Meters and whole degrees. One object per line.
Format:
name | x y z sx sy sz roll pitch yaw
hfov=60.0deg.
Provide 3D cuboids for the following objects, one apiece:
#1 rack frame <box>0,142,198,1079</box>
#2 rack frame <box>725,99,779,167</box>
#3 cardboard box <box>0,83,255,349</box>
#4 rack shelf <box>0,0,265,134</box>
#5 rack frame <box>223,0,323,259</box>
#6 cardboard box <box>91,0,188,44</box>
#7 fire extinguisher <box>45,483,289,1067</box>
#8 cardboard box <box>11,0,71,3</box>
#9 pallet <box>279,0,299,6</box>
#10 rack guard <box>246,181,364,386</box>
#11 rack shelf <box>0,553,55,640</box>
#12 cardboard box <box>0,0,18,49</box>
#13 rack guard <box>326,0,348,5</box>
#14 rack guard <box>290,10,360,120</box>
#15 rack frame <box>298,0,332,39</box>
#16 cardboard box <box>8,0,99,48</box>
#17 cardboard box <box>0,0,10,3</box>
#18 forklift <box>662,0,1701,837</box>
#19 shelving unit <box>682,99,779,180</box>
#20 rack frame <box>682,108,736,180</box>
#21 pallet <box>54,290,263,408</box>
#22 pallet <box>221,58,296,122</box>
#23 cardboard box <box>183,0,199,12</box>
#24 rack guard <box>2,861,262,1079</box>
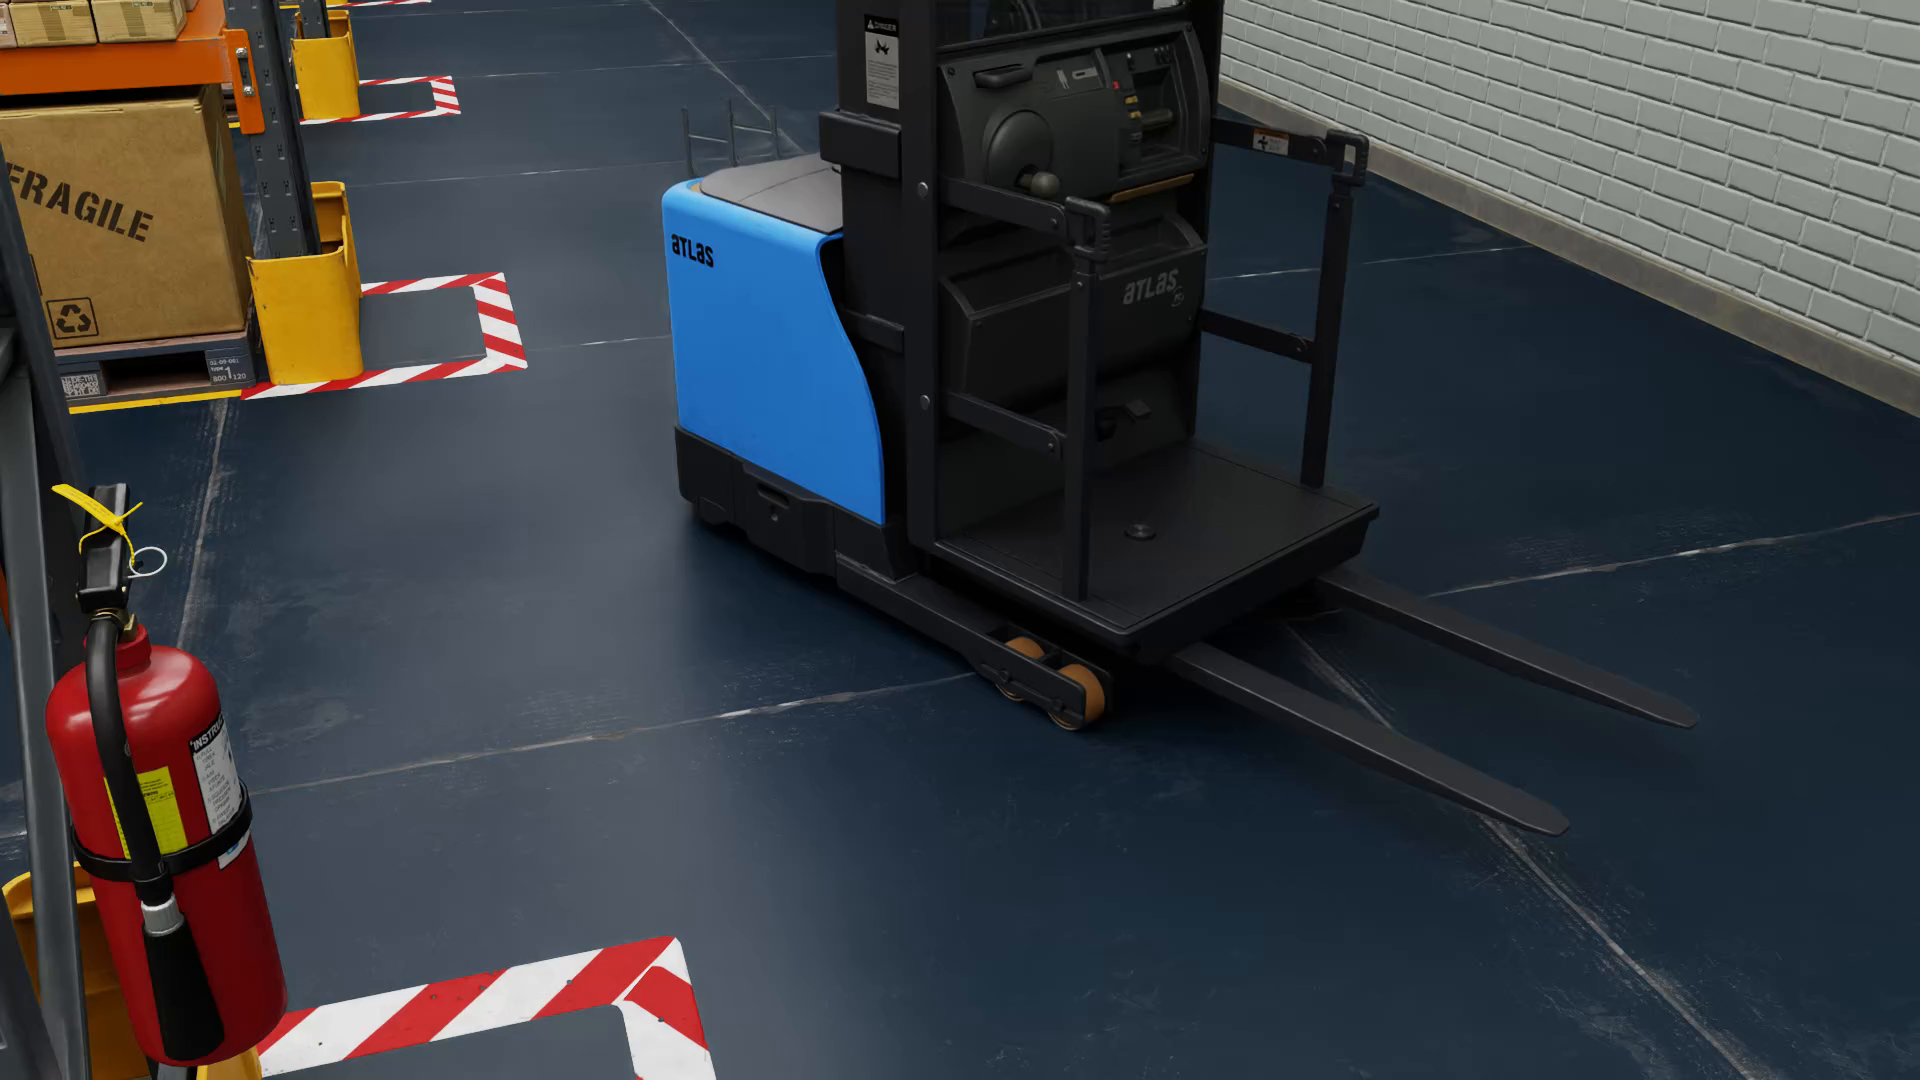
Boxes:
rack frame | -1.274 -0.092 2.063 0.053 2.616 0.949 -8 28 -16
rack frame | -0.663 -0.876 5.652 0.240 1.200 0.006 20 32 39
cardboard box | -3.297 -1.316 6.446 0.875 0.875 0.875 -8 28 -16
rack shelf | -4.615 -1.604 5.917 4.000 0.370 1.077 -8 28 -16
rack frame | -2.713 -2.202 6.312 0.127 3.000 1.000 -8 28 -16
cardboard box | -2.950 -1.901 5.989 0.250 0.149 0.380 -8 27 -15
fire extinguisher | -0.891 0.271 1.837 0.183 0.674 0.296 -8 28 -16
cardboard box | -3.092 -2.089 5.919 0.500 0.250 0.500 -9 28 -17
pallet | -6.607 -5.021 15.127 1.213 0.211 1.003 -8 28 -16
rack guard | -2.690 -1.086 6.875 0.348 0.500 1.175 -8 28 -16
rack shelf | -3.175 0.507 1.665 4.000 0.370 1.077 -8 28 -16
cardboard box | -3.437 -1.830 5.846 0.250 0.149 0.380 -8 28 -16
rack guard | -5.849 -5.261 15.285 0.348 0.500 1.175 -8 28 -16
rack guard | -4.228 -3.185 11.104 0.348 0.500 1.175 -8 28 -16
rack frame | -4.247 -4.296 10.530 0.127 3.000 1.000 -8 28 -16
cardboard box | -3.196 -1.865 5.915 0.250 0.149 0.380 -8 27 -16
cardboard box | -3.574 -2.020 5.779 0.500 0.250 0.500 -9 28 -17
forklift | 0.463 -1.083 4.135 1.130 2.935 3.031 -23 34 -38
shelving unit | -0.725 -0.846 5.592 0.258 1.200 0.189 20 32 39
rack frame | -0.788 -0.817 5.532 0.240 1.200 0.006 20 32 39
pallet | -3.449 -0.810 6.644 1.213 0.211 1.003 -8 28 -16
pallet | -5.043 -2.950 10.955 1.213 0.211 1.003 -8 28 -16
cardboard box | -3.153 -2.180 6.551 0.250 0.149 0.380 -8 27 -16
rack guard | -1.345 1.039 2.595 0.348 0.500 1.175 -8 28 -16
